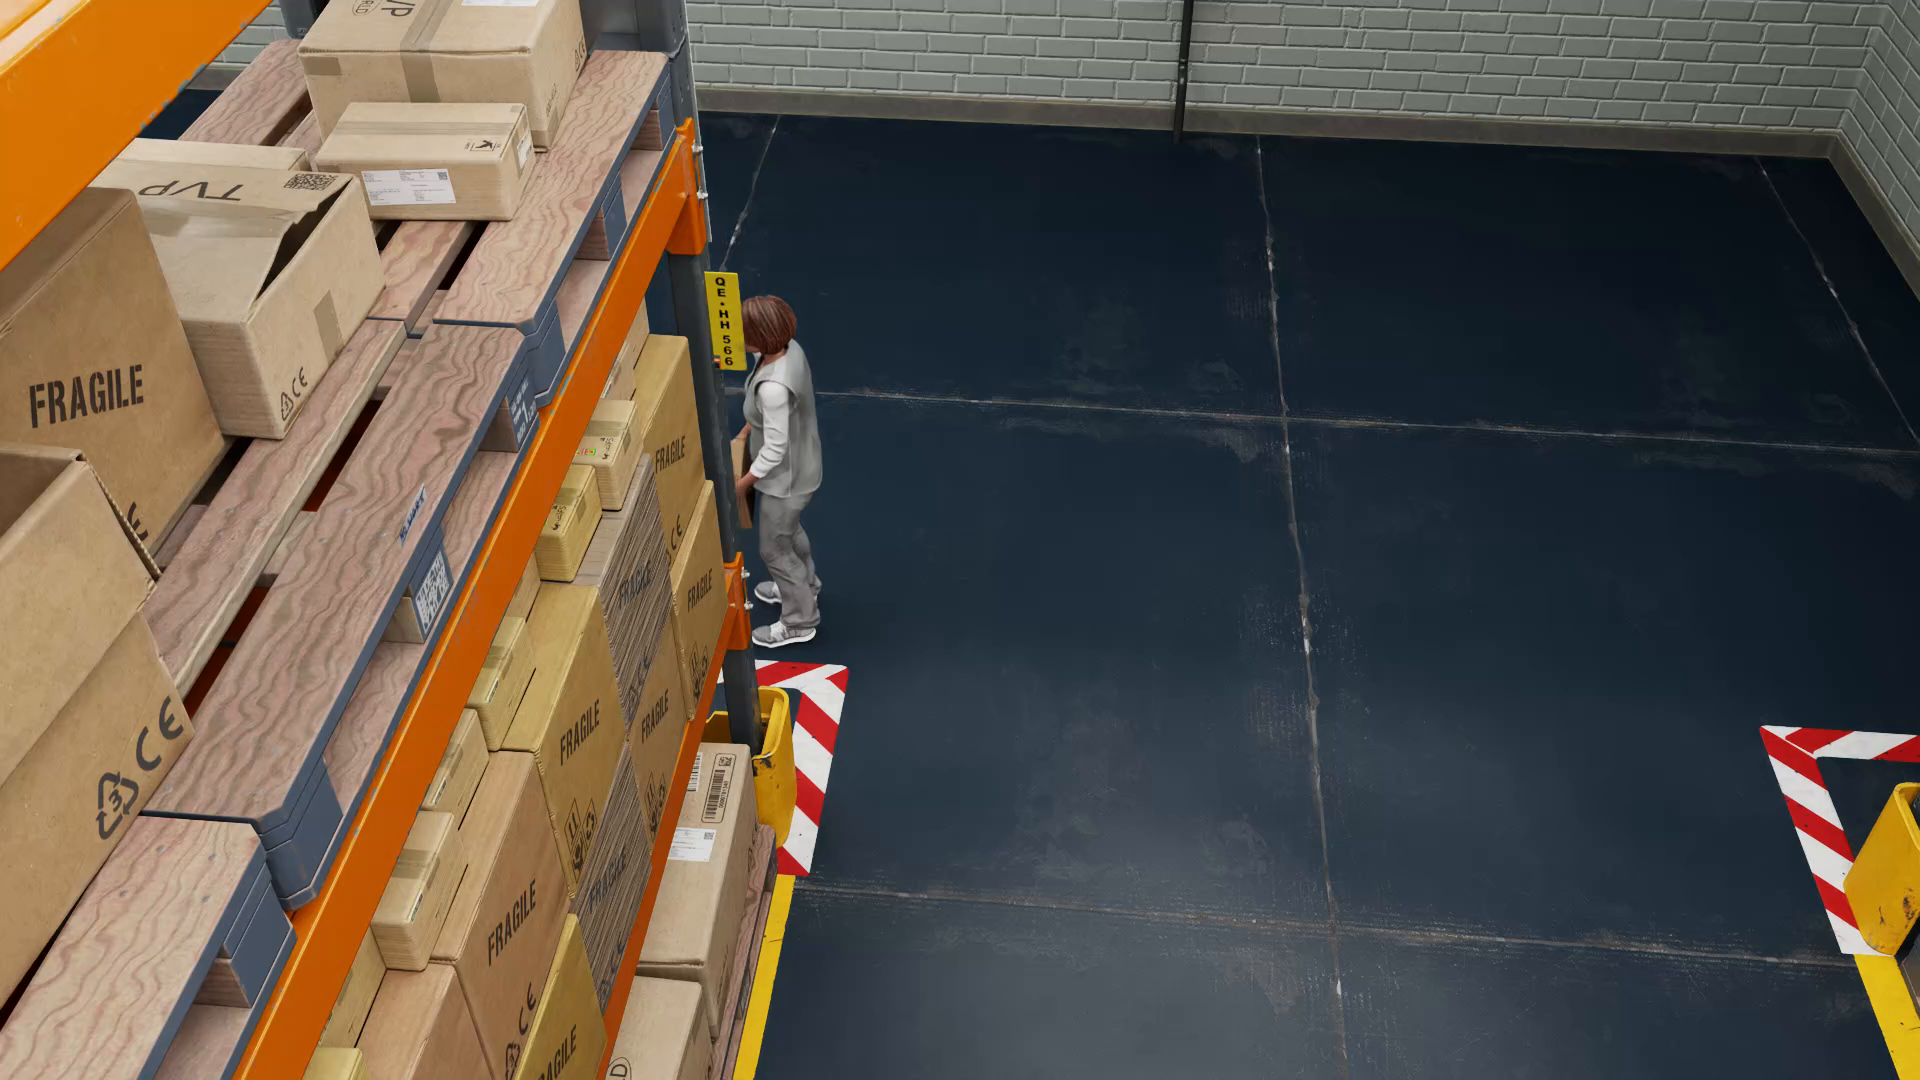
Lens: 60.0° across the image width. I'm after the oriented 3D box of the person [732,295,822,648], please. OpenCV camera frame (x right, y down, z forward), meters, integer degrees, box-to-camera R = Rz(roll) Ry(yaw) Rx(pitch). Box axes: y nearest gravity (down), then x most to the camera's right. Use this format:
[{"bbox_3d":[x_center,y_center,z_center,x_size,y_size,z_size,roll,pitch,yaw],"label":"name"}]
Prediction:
[{"bbox_3d":[-0.727,-0.263,6.464,0.384,1.602,0.444,-2,41,-2],"label":"person"}]
